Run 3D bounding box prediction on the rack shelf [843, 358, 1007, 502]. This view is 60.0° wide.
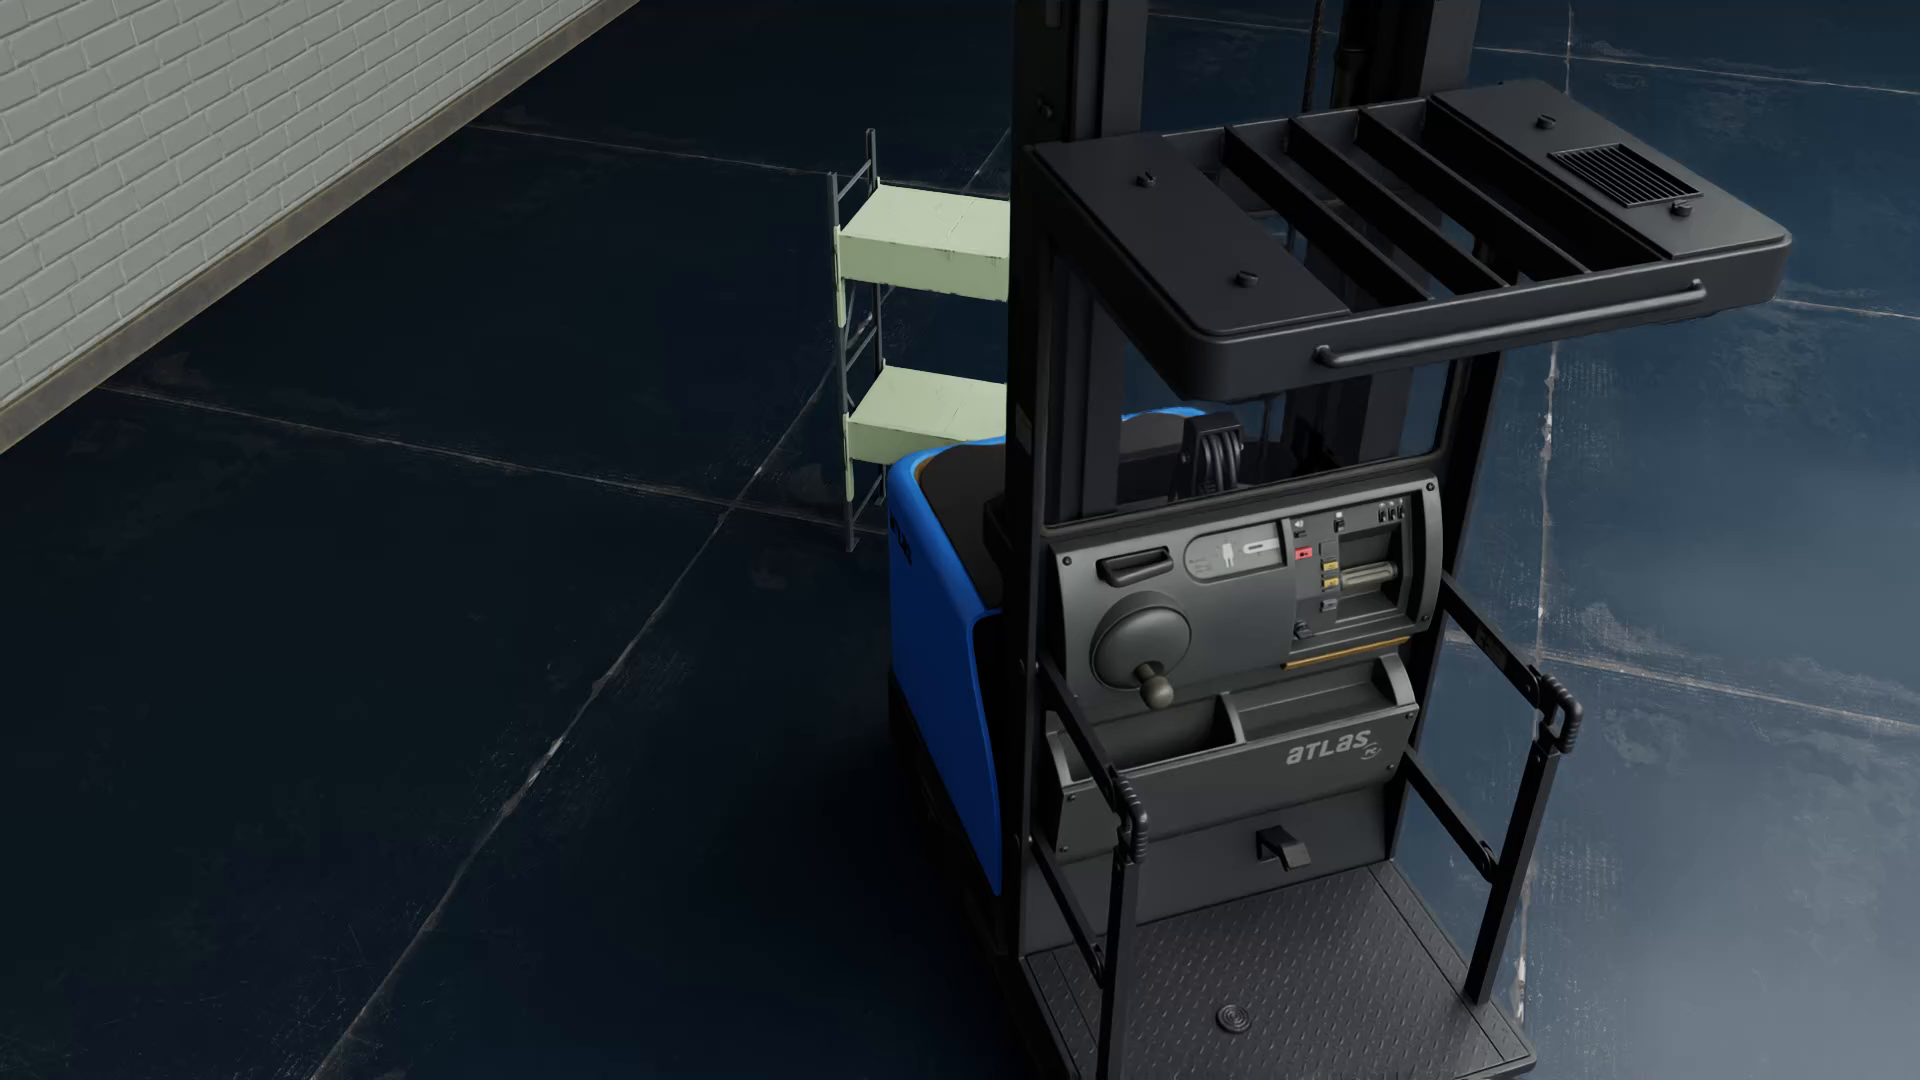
[{"bbox_3d":[-0.006,-0.343,6.000,0.720,0.370,0.431,10,38,14],"label":"rack shelf"}]

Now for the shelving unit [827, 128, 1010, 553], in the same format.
[{"bbox_3d":[-0.006,-0.605,5.807,0.755,1.500,0.431,10,38,14],"label":"shelving unit"}]

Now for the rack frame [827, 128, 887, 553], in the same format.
[{"bbox_3d":[-0.356,-0.670,5.895,0.023,1.500,0.400,10,38,14],"label":"rack frame"}]

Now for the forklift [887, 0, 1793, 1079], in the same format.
[{"bbox_3d":[0.723,0.180,3.533,1.130,2.935,3.031,-11,38,-15],"label":"forklift"}]

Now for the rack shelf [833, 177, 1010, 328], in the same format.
[{"bbox_3d":[-0.006,-0.920,5.576,0.720,0.370,0.431,10,38,14],"label":"rack shelf"}]
